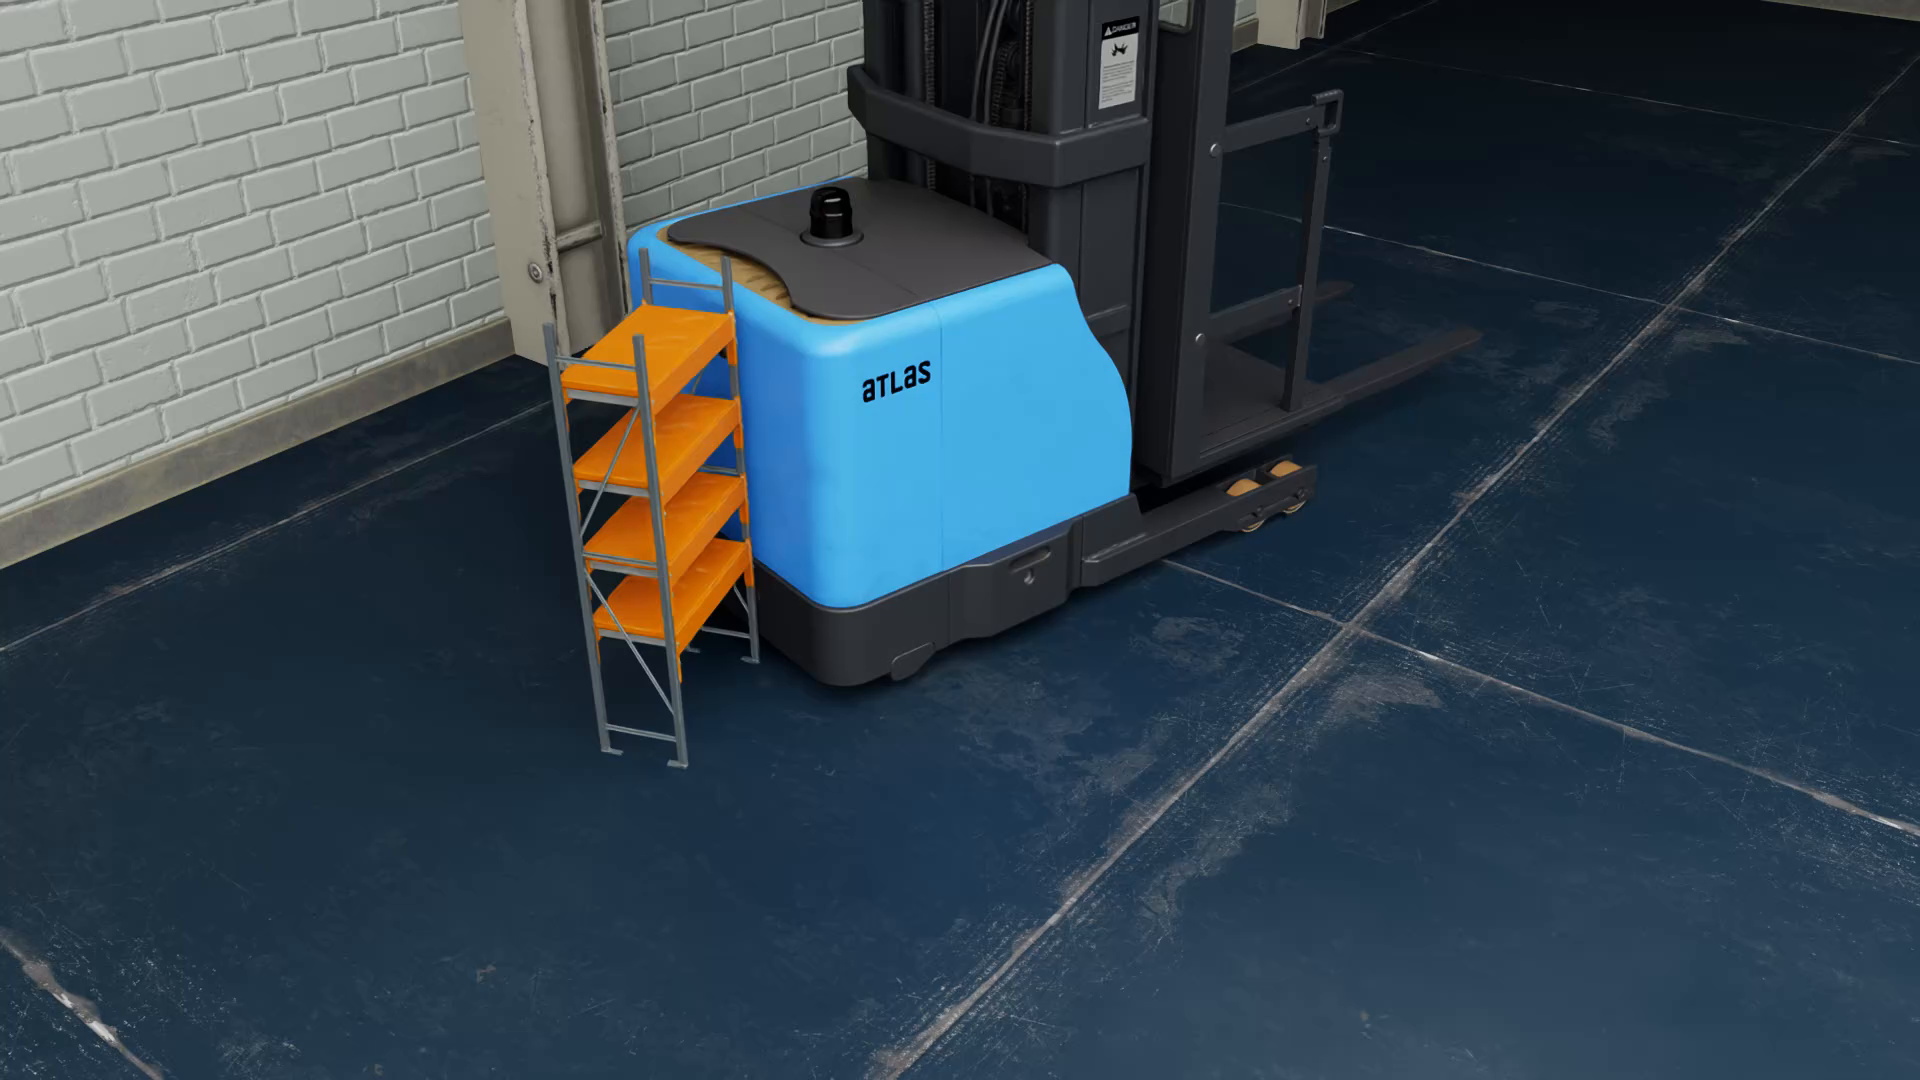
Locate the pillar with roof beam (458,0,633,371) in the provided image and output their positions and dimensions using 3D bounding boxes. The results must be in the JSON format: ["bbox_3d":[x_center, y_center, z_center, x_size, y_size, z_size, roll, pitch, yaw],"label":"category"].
[{"bbox_3d":[1.915,-3.316,2.019,9.100,9.000,0.400,21,37,31],"label":"pillar with roof beam"}]

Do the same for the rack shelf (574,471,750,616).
[{"bbox_3d":[-0.746,-0.012,4.226,0.258,0.148,0.480,8,32,14],"label":"rack shelf"}]

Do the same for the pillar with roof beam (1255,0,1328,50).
[{"bbox_3d":[5.537,-5.755,6.134,9.100,9.000,0.400,21,37,31],"label":"pillar with roof beam"}]

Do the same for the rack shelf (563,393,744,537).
[{"bbox_3d":[-0.746,-0.205,4.112,0.258,0.148,0.480,8,32,14],"label":"rack shelf"}]

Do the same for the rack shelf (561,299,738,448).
[{"bbox_3d":[-0.746,-0.408,3.992,0.258,0.148,0.480,8,32,14],"label":"rack shelf"}]

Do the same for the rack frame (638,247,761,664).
[{"bbox_3d":[-0.678,-0.190,4.393,0.240,1.200,0.015,8,32,14],"label":"rack frame"}]

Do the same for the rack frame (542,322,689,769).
[{"bbox_3d":[-0.814,0.049,3.990,0.240,1.200,0.015,8,32,14],"label":"rack frame"}]

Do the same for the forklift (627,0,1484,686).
[{"bbox_3d":[0.530,-1.475,4.864,3.031,2.935,1.130,-22,37,-32],"label":"forklift"}]

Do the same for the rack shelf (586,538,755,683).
[{"bbox_3d":[-0.746,0.158,4.327,0.258,0.148,0.480,8,32,14],"label":"rack shelf"}]

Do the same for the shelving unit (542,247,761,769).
[{"bbox_3d":[-0.746,-0.070,4.192,0.258,1.200,0.503,8,32,14],"label":"shelving unit"}]
